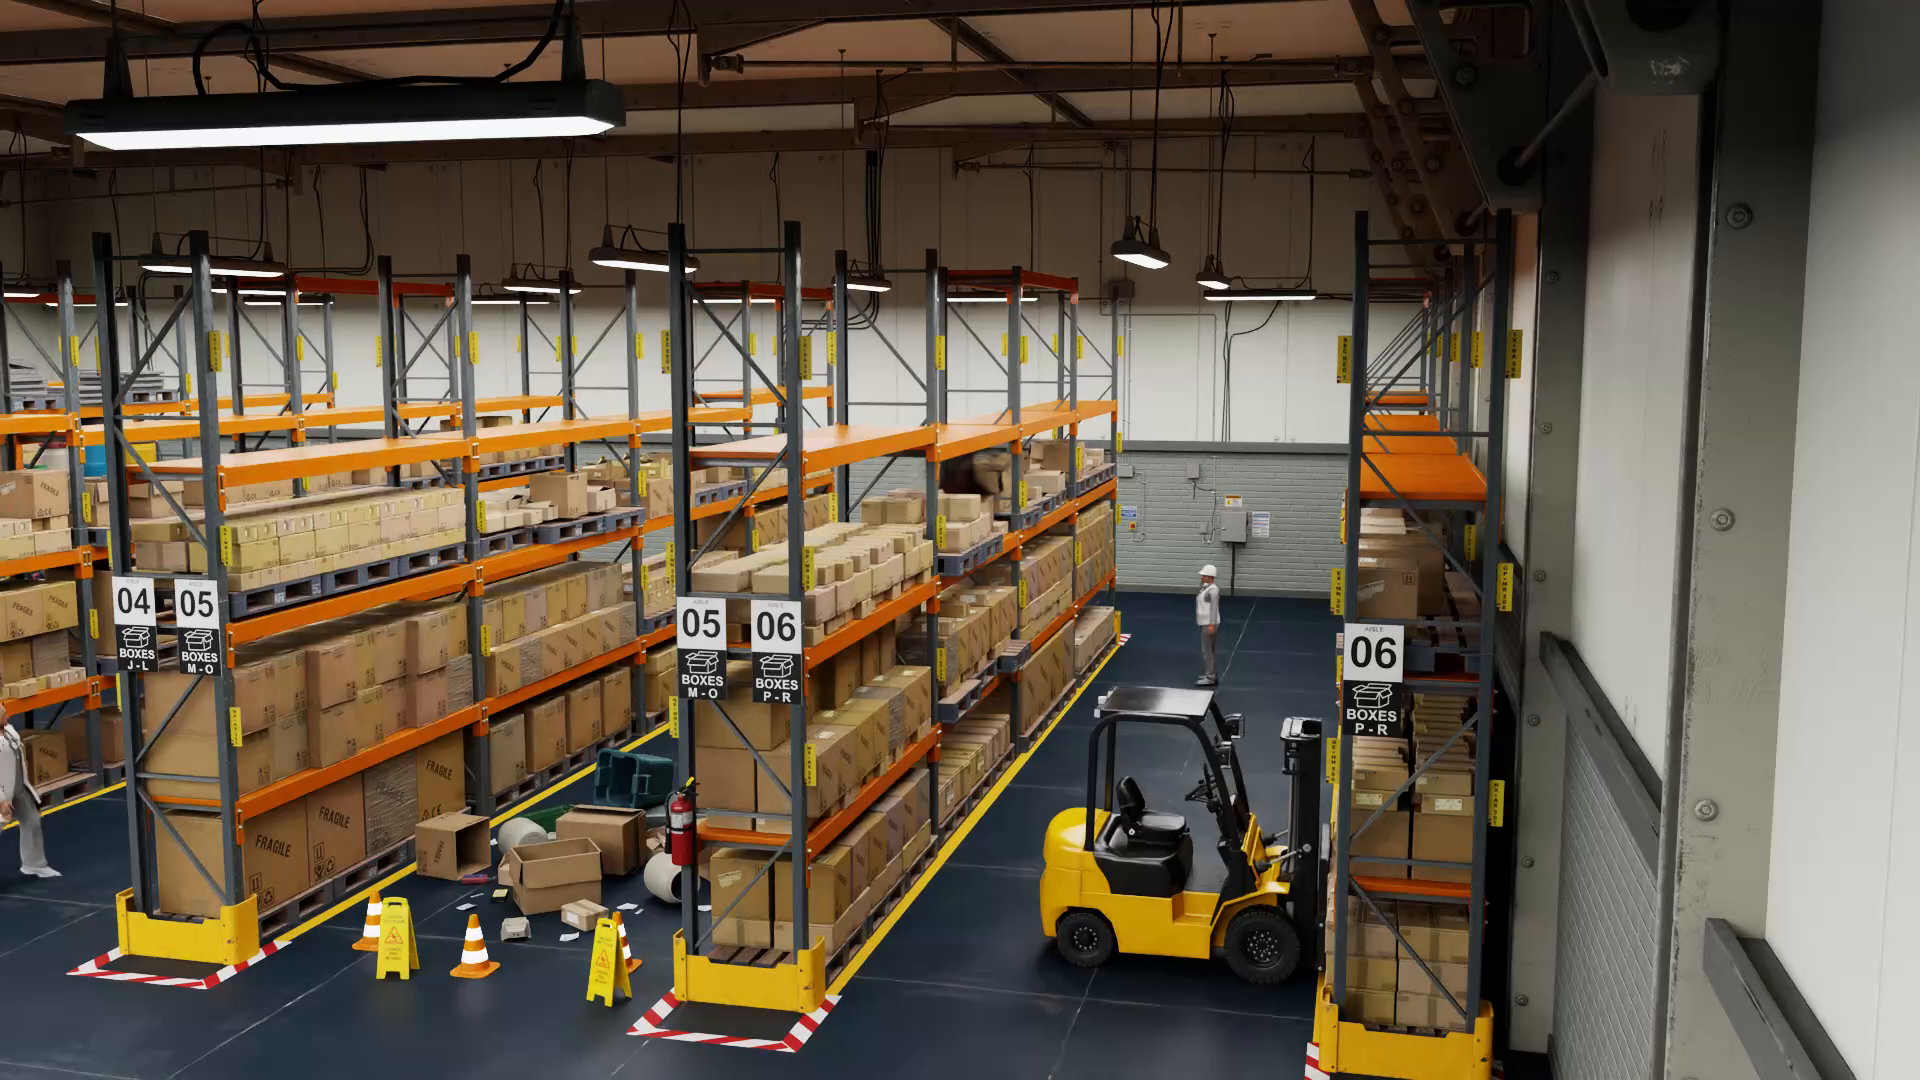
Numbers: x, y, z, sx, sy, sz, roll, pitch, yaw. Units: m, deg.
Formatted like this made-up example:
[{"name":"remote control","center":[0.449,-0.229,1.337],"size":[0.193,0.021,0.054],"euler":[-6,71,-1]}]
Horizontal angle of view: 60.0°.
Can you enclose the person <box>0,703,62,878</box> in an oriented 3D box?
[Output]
[{"name":"person","center":[-8.978,2.404,15.676],"size":[0.529,1.828,0.717],"euler":[1,7,8]}]

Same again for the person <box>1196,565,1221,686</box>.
[{"name":"person","center":[3.699,1.255,24.848],"size":[0.363,1.777,0.606],"euler":[0,7,4]}]
